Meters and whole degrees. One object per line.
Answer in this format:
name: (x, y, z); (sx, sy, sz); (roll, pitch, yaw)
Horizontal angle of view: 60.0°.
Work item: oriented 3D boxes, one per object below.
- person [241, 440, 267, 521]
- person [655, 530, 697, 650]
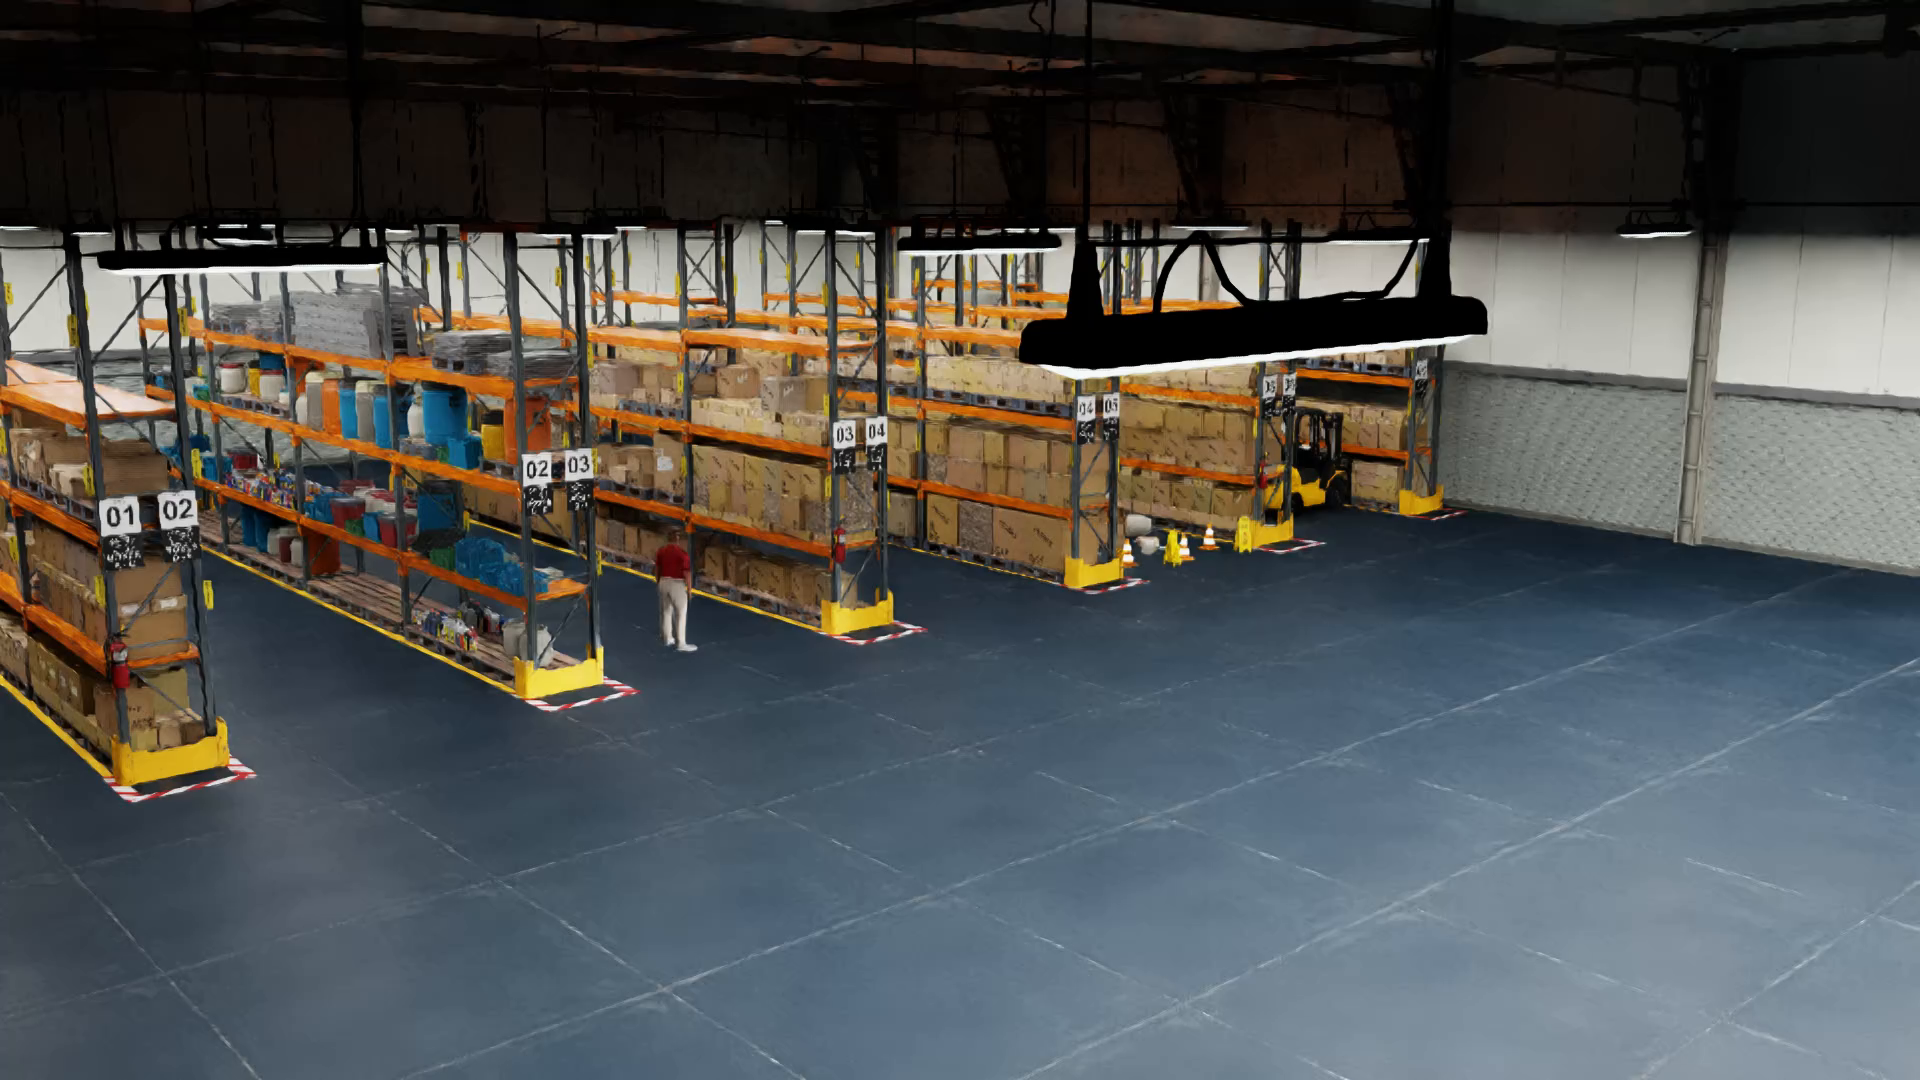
person: (-14.083, -1.162, 33.224); (1.036, 1.707, 0.536); (10, 15, 40)
person: (-4.096, 0.701, 23.952); (0.627, 1.738, 0.476); (4, 12, 21)
